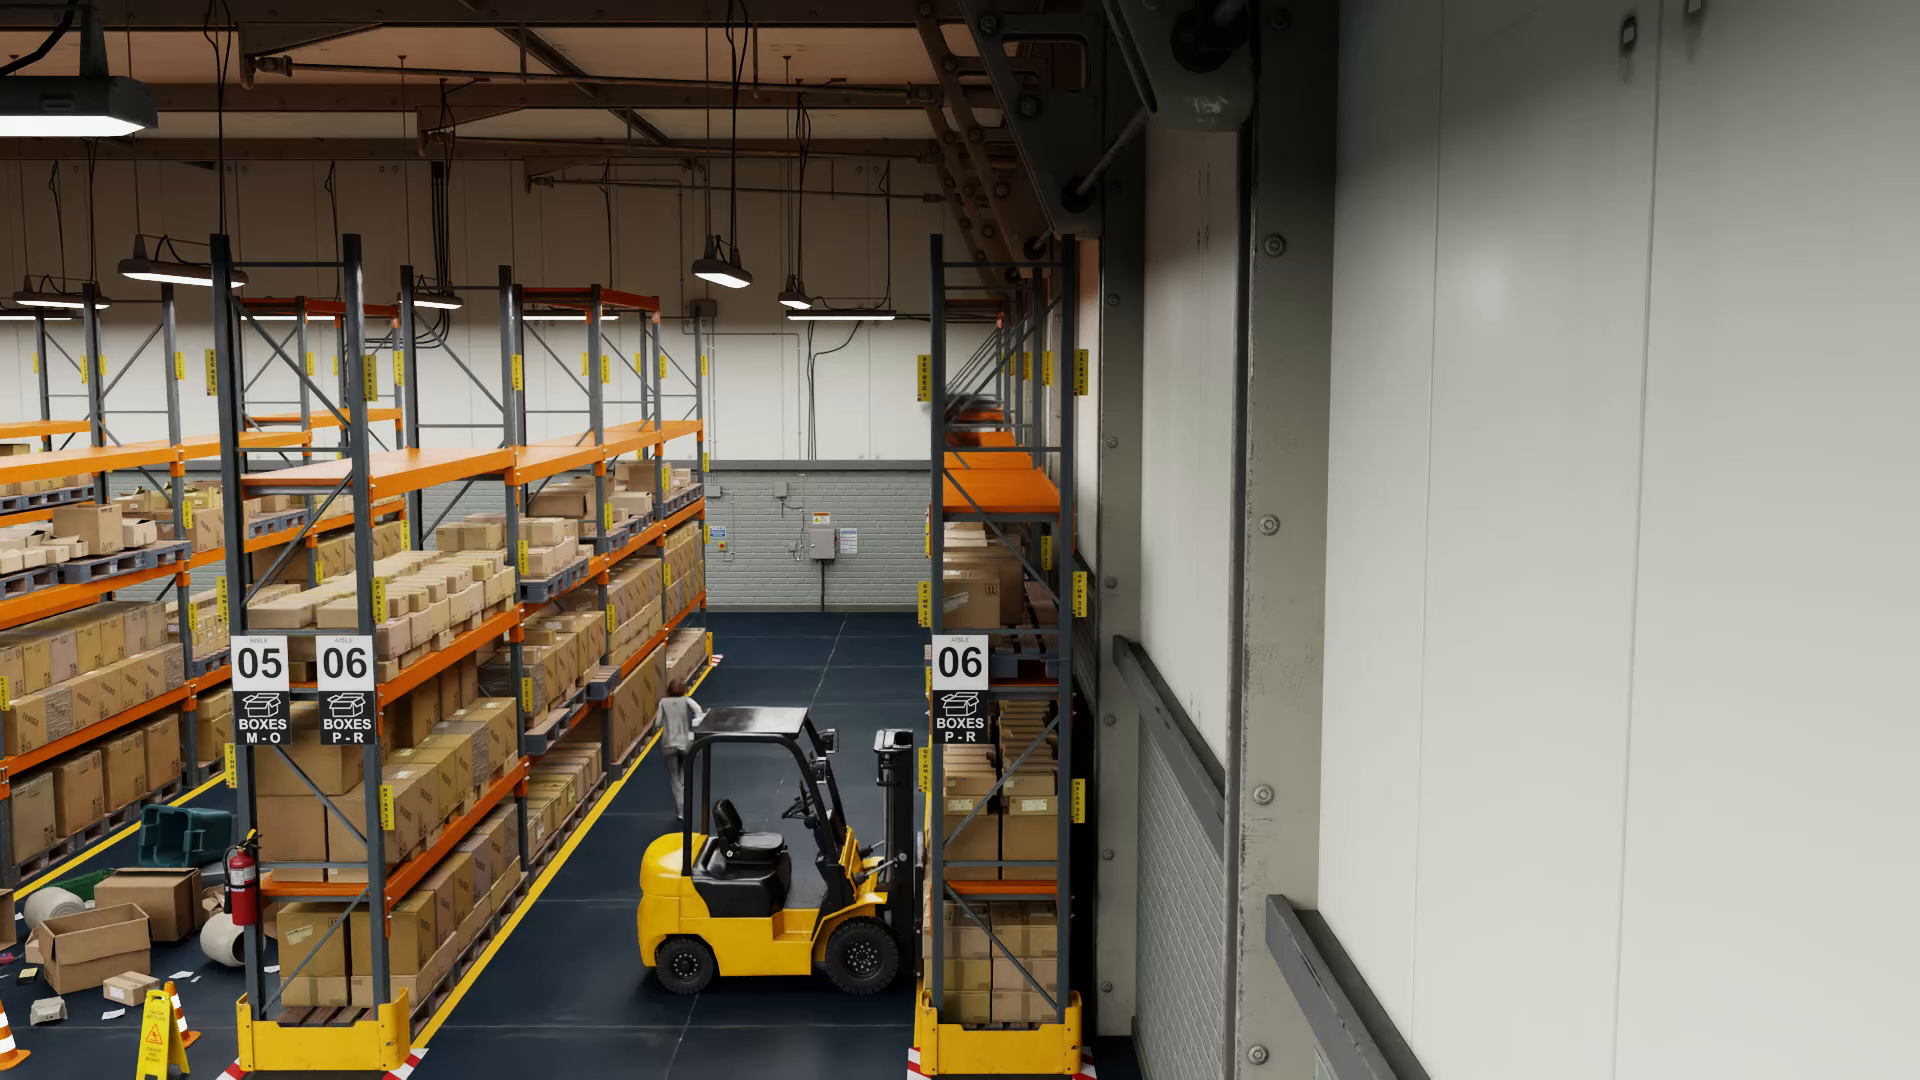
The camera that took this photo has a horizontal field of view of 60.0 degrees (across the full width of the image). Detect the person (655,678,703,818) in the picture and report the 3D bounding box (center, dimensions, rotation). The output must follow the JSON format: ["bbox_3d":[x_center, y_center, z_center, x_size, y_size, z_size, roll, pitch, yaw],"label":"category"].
[{"bbox_3d":[-3.160,2.332,18.719,0.512,1.526,0.782,-2,7,-15],"label":"person"}]
